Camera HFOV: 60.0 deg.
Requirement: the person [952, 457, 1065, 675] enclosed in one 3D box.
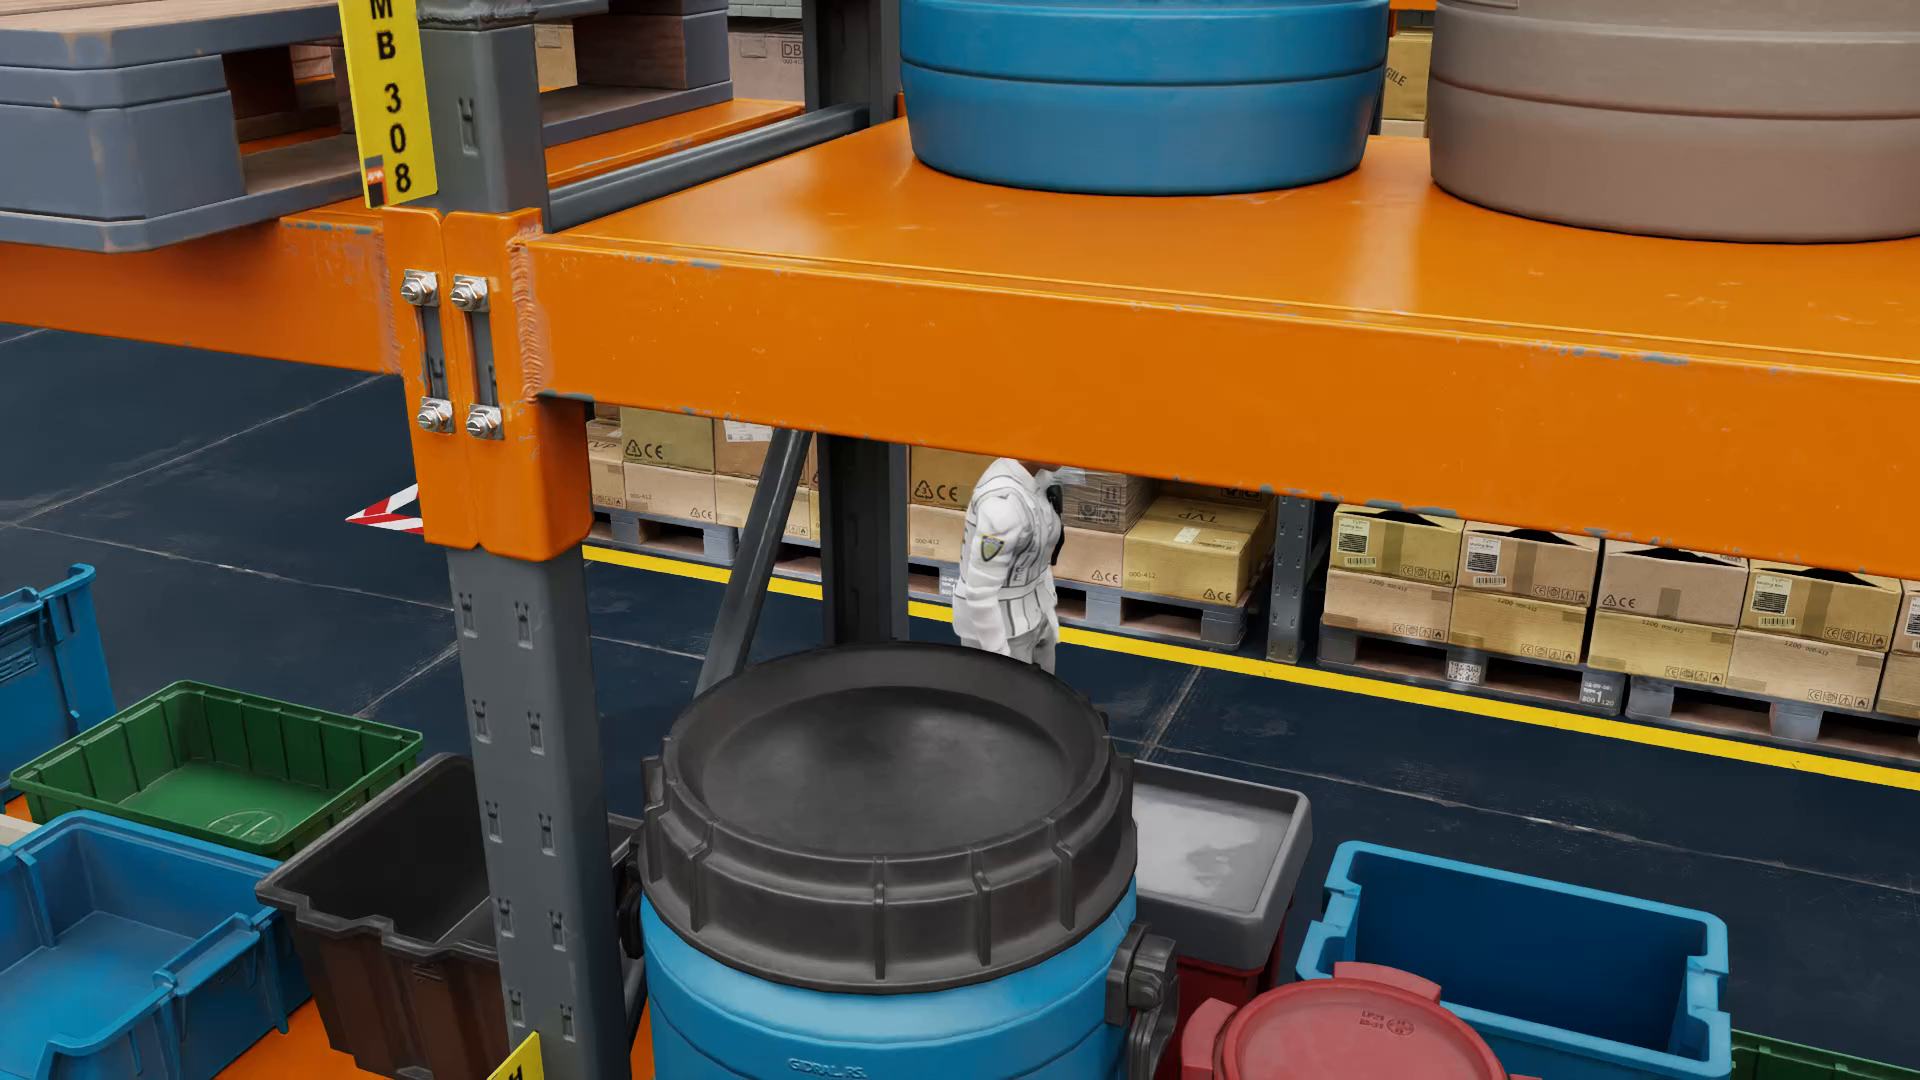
[{"bbox_3d":[0.179,0.308,5.342,0.372,1.664,0.529,9,24,20],"label":"person"}]
